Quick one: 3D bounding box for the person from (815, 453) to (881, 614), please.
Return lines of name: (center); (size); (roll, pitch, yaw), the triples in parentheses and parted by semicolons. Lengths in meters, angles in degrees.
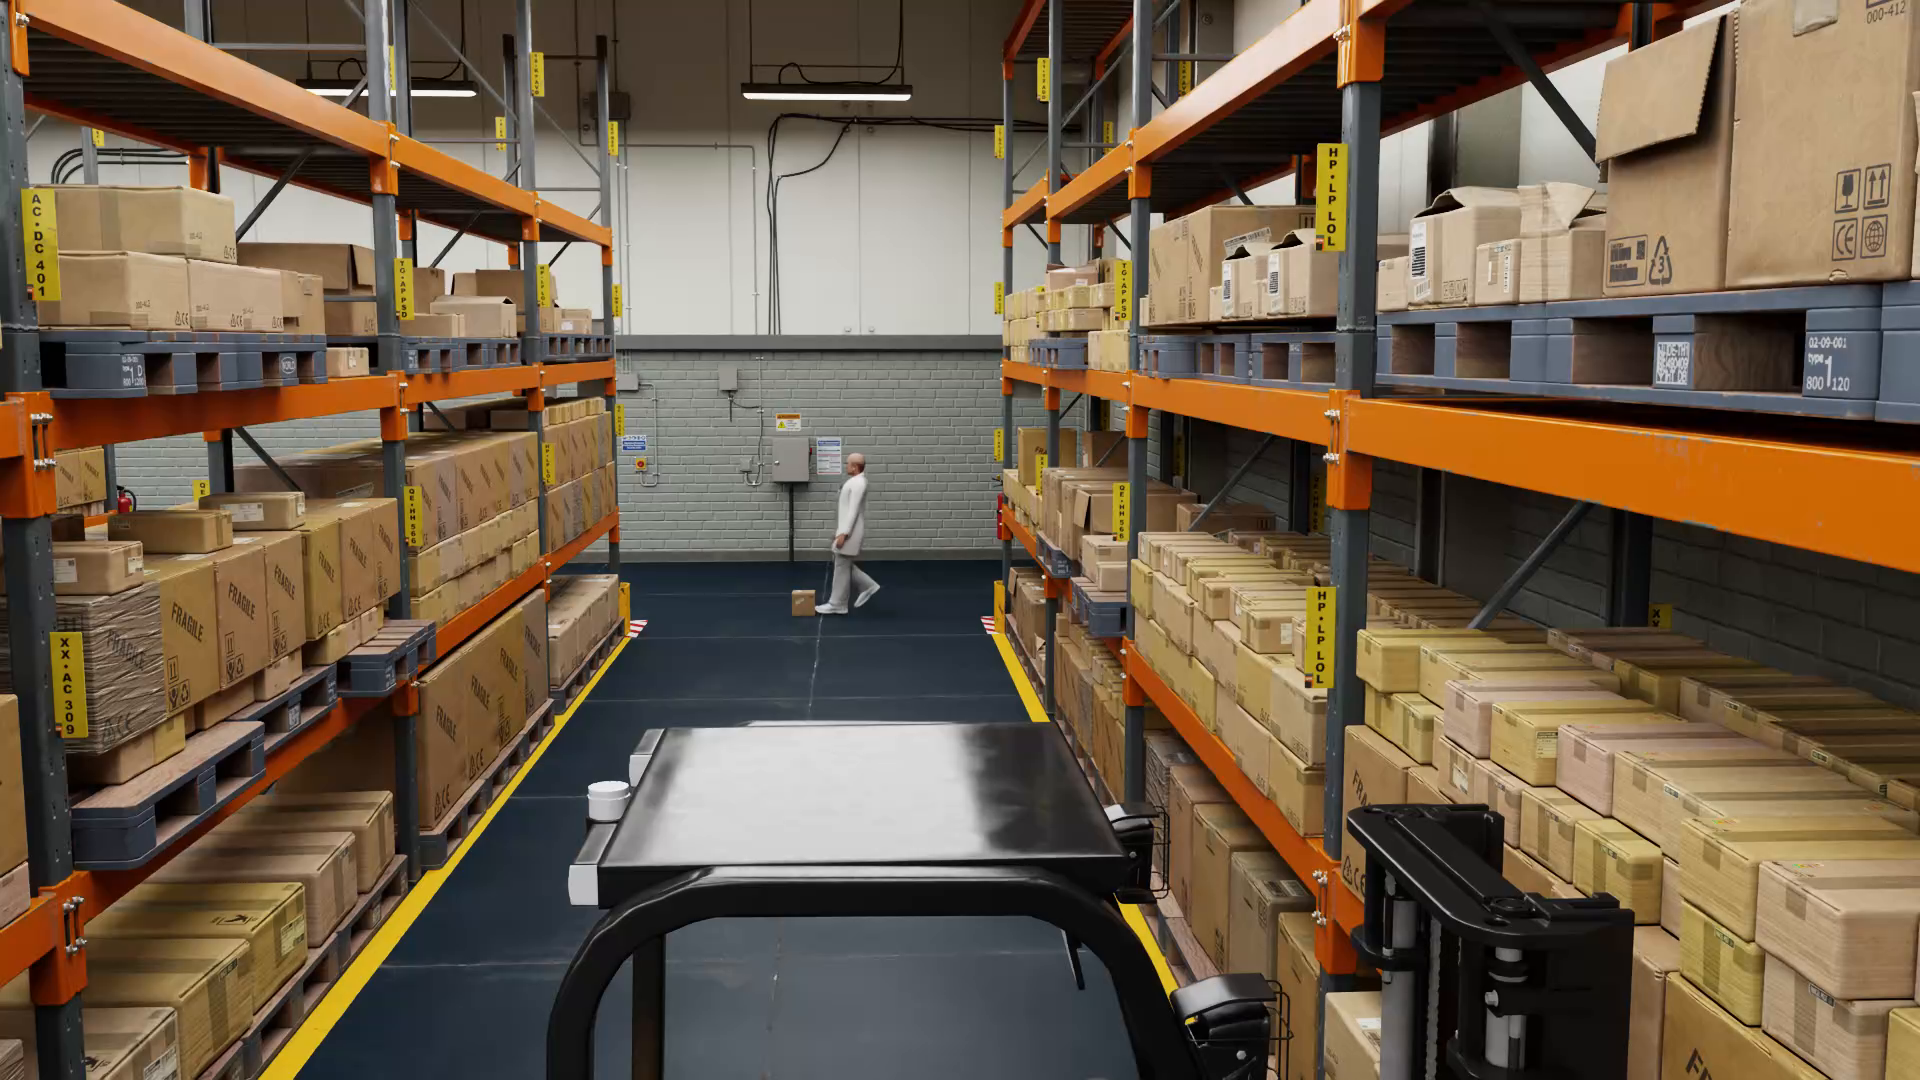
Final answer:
person: (-1.246, -0.077, 18.345); (0.740, 1.763, 0.611); (0, 7, -4)
